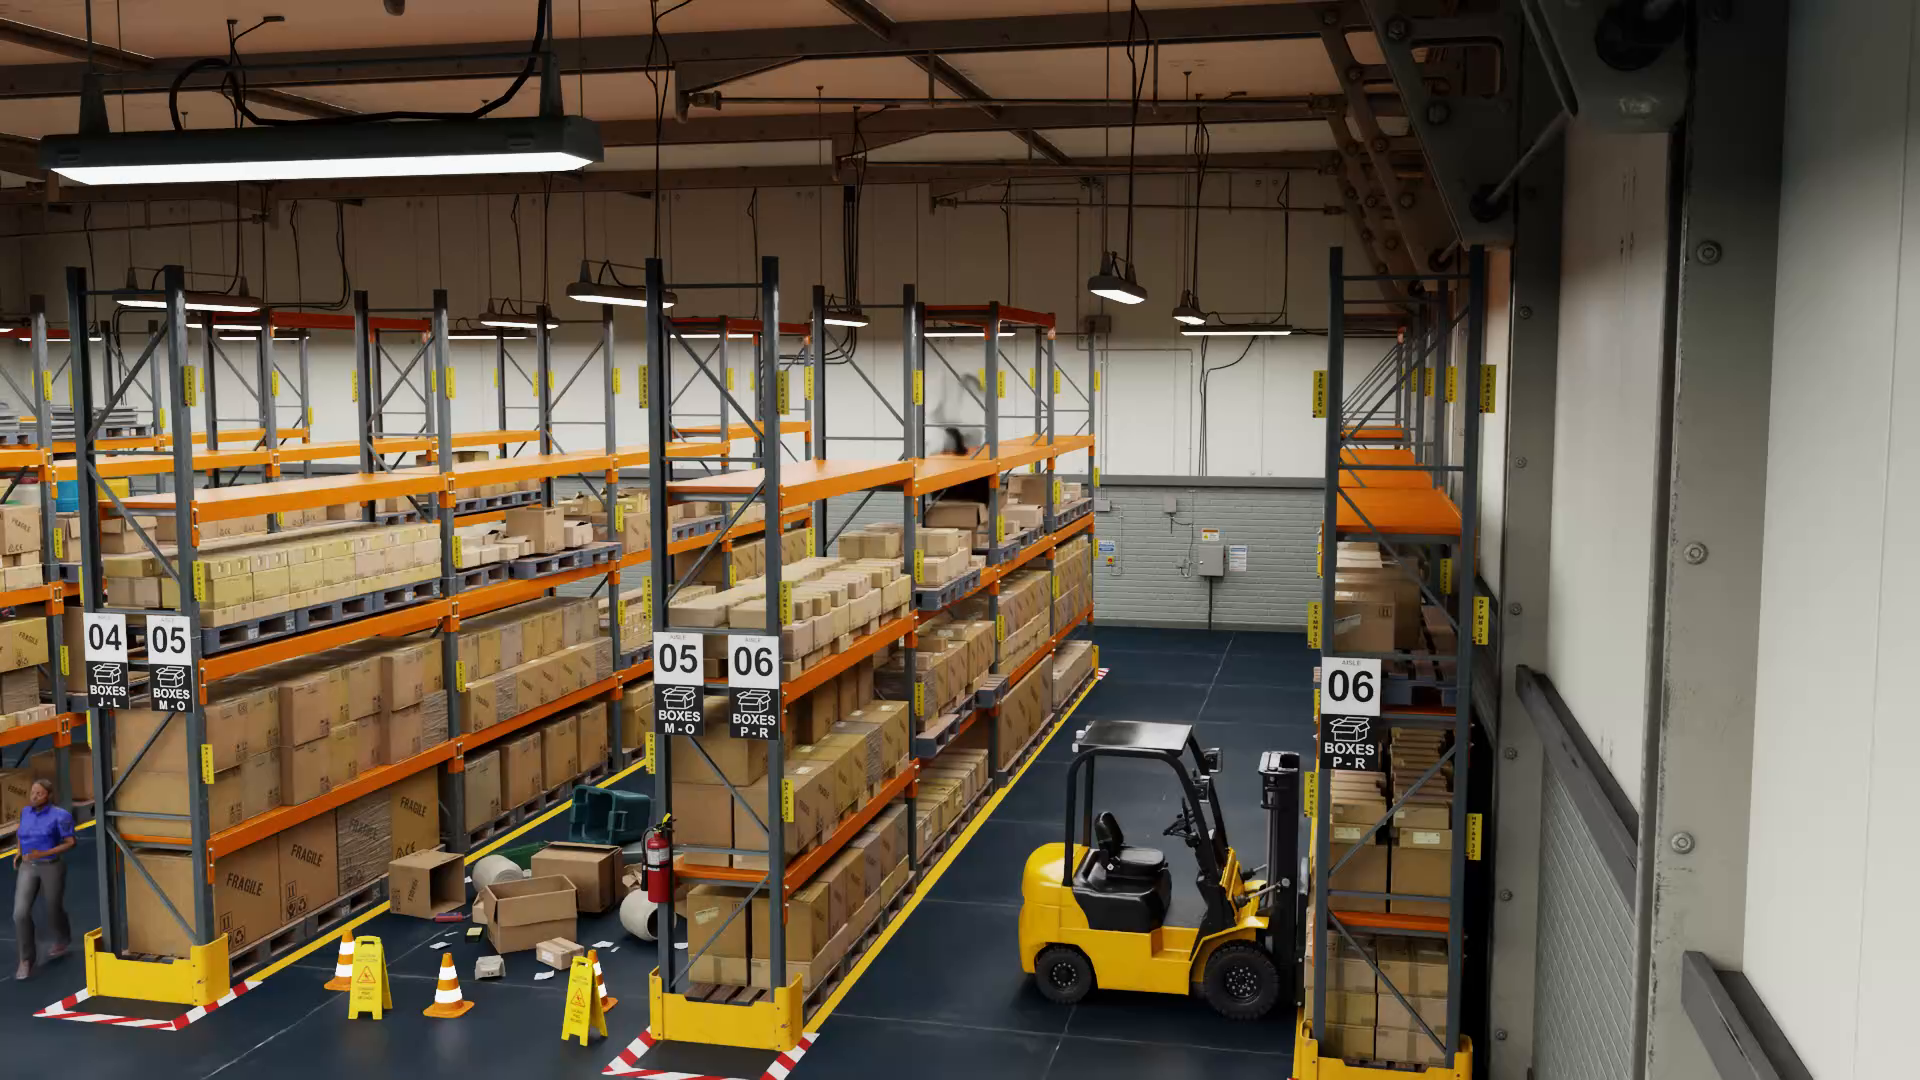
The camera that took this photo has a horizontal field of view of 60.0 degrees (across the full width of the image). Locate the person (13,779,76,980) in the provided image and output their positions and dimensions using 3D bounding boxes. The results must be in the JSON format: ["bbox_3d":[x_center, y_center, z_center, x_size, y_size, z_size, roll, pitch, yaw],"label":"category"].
[{"bbox_3d":[-7.929,2.913,14.438,0.567,1.729,0.677,-1,6,-6],"label":"person"}]
